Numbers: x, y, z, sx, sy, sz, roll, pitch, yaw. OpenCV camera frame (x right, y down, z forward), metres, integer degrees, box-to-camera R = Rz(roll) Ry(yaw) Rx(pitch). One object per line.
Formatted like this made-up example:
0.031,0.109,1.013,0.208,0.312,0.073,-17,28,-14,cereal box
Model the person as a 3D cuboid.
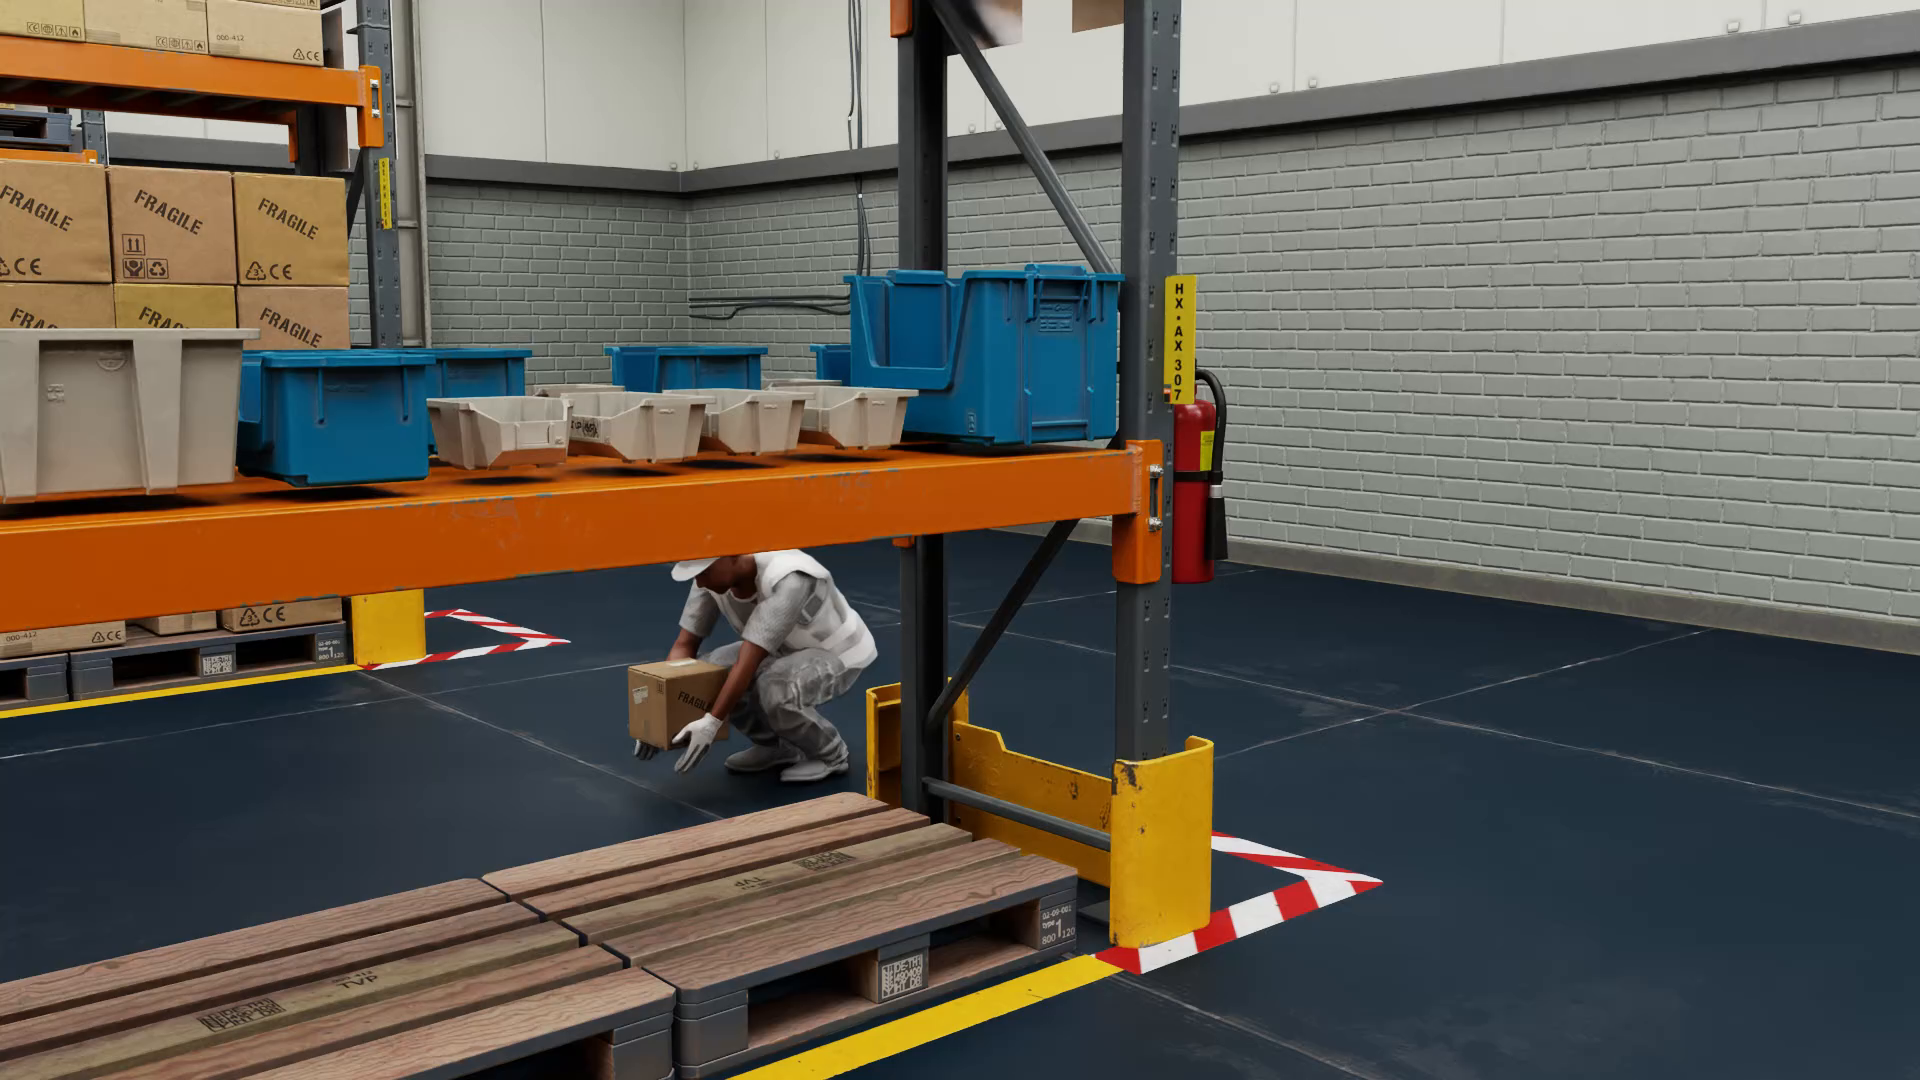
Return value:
-0.703,0.372,5.926,0.904,0.998,0.559,-7,10,-42,person
